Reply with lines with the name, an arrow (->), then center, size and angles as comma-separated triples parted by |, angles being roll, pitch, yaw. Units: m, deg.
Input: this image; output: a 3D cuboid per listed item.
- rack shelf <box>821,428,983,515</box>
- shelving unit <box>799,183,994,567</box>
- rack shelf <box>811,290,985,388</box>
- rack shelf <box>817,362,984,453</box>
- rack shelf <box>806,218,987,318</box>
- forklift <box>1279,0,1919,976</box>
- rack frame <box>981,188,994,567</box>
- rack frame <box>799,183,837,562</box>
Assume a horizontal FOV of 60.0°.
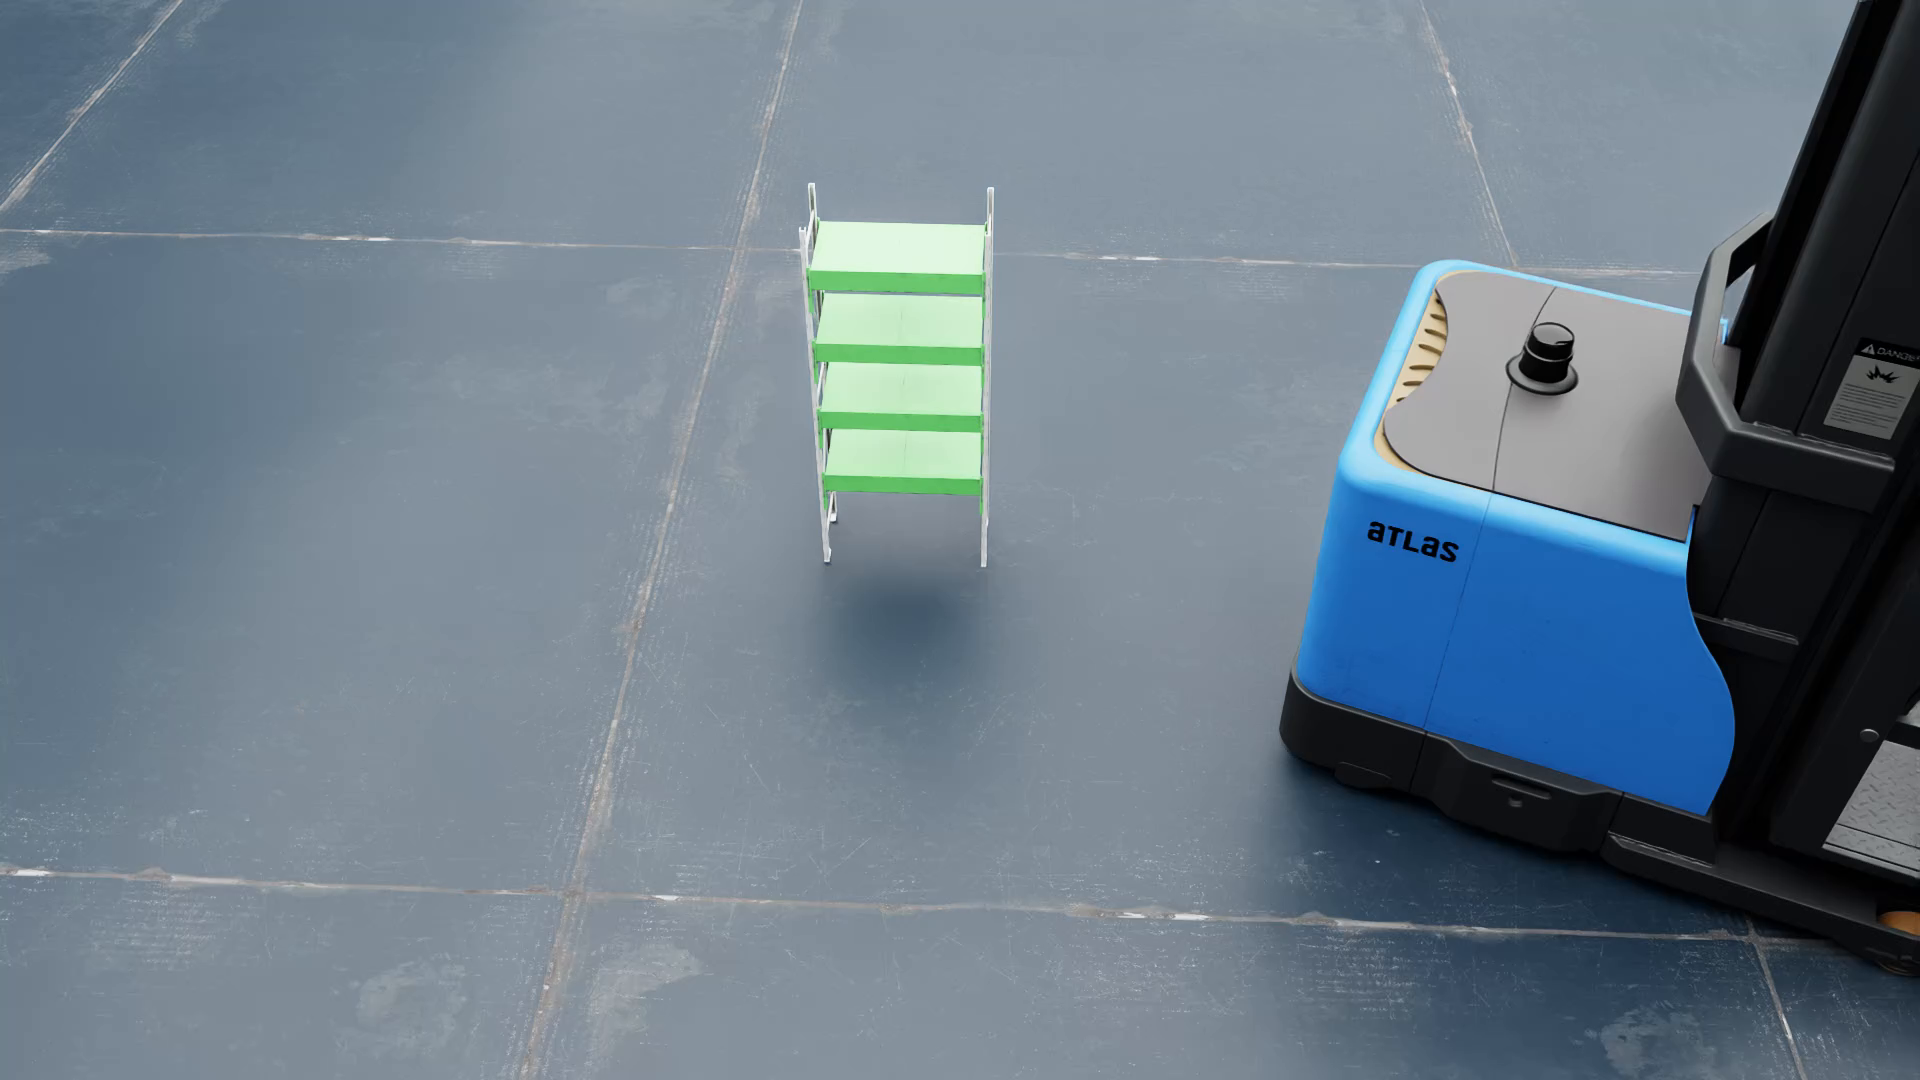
rack shelf -> -0.165, -0.222, 5.054 | 0.480, 0.148, 0.258 | 2, 43, 2
shelving unit -> -0.165, -0.444, 4.846 | 0.503, 1.200, 0.258 | 2, 43, 2
rack shelf -> -0.165, -0.573, 4.726 | 0.480, 0.148, 0.258 | 2, 43, 2
rack shelf -> -0.165, -0.397, 4.890 | 0.480, 0.148, 0.258 | 2, 43, 2
rack shelf -> -0.165, -0.749, 4.563 | 0.480, 0.148, 0.258 | 2, 43, 2
forklift -> 2.443, -0.363, 3.490 | 3.031, 2.935, 1.130 | 17, 45, 17
rack frame -> 0.078, -0.437, 4.838 | 0.015, 1.200, 0.240 | 2, 43, 2
rack frame -> -0.409, -0.452, 4.855 | 0.015, 1.200, 0.240 | 2, 43, 2
